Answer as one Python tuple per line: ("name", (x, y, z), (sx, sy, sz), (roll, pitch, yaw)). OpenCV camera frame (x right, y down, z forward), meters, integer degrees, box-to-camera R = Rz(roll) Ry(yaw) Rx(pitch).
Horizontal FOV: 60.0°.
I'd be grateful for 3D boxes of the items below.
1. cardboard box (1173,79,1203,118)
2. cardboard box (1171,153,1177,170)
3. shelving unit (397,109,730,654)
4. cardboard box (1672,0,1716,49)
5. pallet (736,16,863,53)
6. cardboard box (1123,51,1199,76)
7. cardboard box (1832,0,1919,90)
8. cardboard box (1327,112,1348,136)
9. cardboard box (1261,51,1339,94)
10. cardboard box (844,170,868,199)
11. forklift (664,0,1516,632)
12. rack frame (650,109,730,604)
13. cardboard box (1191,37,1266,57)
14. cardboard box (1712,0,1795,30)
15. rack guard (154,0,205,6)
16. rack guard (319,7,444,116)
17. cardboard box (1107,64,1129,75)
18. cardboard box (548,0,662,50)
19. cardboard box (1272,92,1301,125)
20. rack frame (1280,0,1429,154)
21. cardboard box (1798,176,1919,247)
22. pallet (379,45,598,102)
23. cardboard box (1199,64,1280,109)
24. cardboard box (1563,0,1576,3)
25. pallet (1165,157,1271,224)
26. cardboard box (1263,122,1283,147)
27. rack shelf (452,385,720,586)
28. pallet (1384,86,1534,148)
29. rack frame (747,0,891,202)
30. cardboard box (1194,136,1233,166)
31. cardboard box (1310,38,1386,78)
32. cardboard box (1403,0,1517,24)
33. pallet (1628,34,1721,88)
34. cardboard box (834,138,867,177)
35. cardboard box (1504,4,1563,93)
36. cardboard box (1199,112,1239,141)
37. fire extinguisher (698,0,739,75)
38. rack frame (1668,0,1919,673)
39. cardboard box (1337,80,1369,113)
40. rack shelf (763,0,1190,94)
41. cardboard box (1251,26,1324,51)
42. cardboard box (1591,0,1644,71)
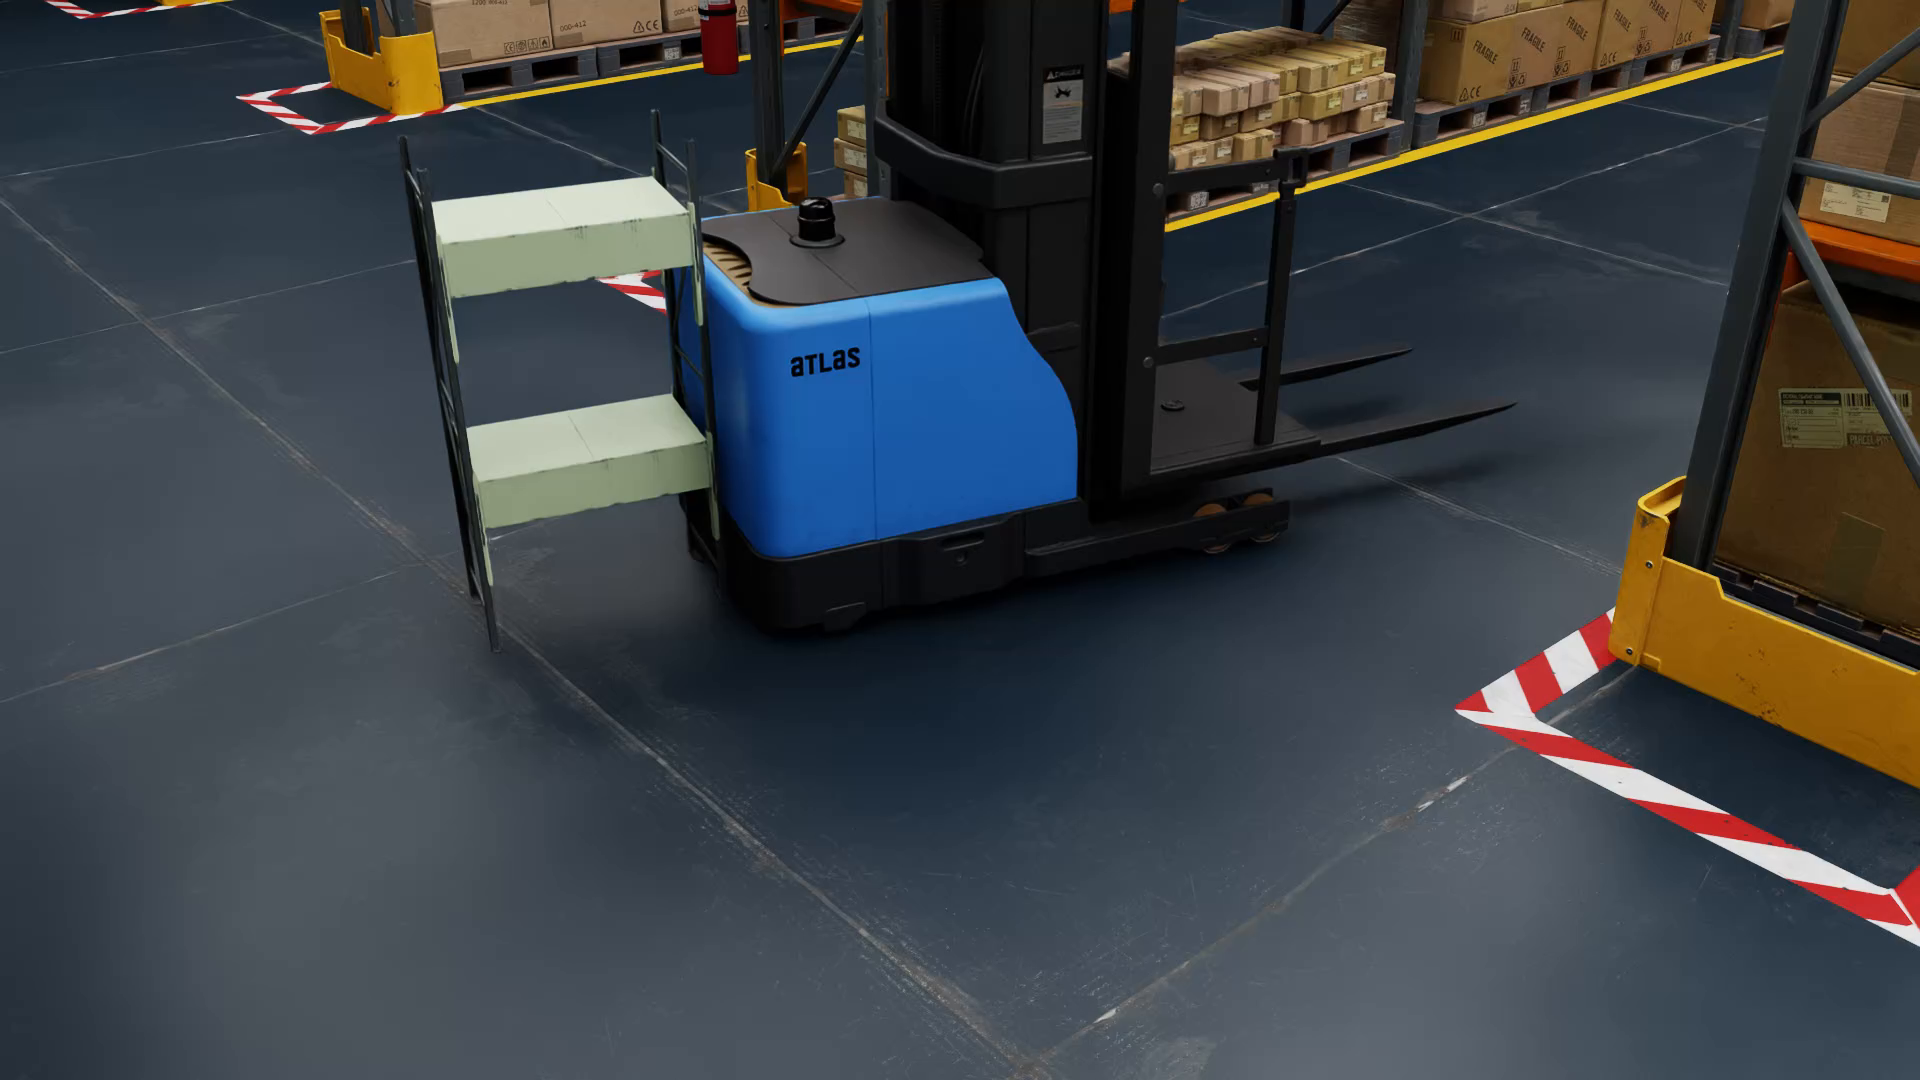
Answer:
("cardboard box", (1.088, -2.395, 8.997), (0.250, 0.149, 0.380), (-22, 35, -35))
("cardboard box", (0.932, -2.003, 8.894), (0.250, 0.149, 0.380), (-24, 36, -37))
("shelving unit", (-1.169, -0.470, 5.039), (0.755, 1.500, 0.431), (-12, 30, -21))
("cardboard box", (5.107, -3.880, 12.035), (0.500, 0.500, 0.500), (-22, 35, -35))
("pallet", (-1.524, -4.179, 13.345), (1.213, 0.211, 1.003), (-22, 35, -35))
("cardboard box", (1.160, -2.734, 9.631), (0.250, 0.149, 0.380), (-21, 35, -34))
("cardboard box", (2.694, -1.475, 4.375), (0.500, 0.500, 0.500), (-21, 35, -34))
("cardboard box", (2.066, -2.505, 9.834), (0.250, 0.149, 0.380), (-21, 34, -34))
("cardboard box", (1.940, -2.686, 9.542), (0.250, 0.149, 0.380), (-22, 35, -35))
("cardboard box", (-0.383, -1.809, 8.532), (0.250, 0.149, 0.380), (-21, 35, -34))
("forklift", (0.576, -1.460, 5.372), (3.031, 2.935, 1.130), (-12, 30, -21))
("rack frame", (-0.835, -0.542, 5.172), (0.023, 1.500, 0.400), (-12, 30, -21))
("cardboard box", (1.590, -2.870, 9.886), (0.250, 0.149, 0.380), (-22, 35, -36))
("cardboard box", (5.959, -4.440, 12.816), (0.750, 0.750, 1.050), (-22, 35, -36))
("rack guard", (-7.105, -5.089, 14.742), (0.348, 0.500, 1.175), (-22, 35, -35))
("rack guard", (-3.956, -3.280, 11.356), (0.348, 0.500, 1.175), (-22, 35, -35))
("cardboard box", (0.793, -2.559, 9.304), (0.250, 0.149, 0.380), (-22, 35, -35))
("cardboard box", (-2.810, -3.965, 12.260), (0.875, 0.438, 0.875), (-21, 34, -34))
("cardboard box", (1.717, -2.501, 9.510), (0.250, 0.149, 0.380), (-22, 35, -34))
("rack frame", (2.395, -3.869, 9.807), (0.127, 3.000, 1.000), (-22, 35, -35))
("cardboard box", (2.551, -0.952, 4.616), (0.250, 0.149, 0.380), (-21, 35, -34))
("pallet", (-3.380, -3.432, 11.948), (1.213, 0.211, 1.003), (-22, 35, -35))
("cardboard box", (1.546, -2.519, 9.228), (0.250, 0.149, 0.380), (-24, 36, -37))
("cardboard box", (3.923, -3.732, 10.962), (0.500, 0.250, 0.500), (-20, 34, -33))
("pallet", (0.978, -2.046, 9.354), (1.213, 0.211, 1.003), (-22, 35, -35))
("cardboard box", (1.627, -2.364, 9.571), (0.250, 0.149, 0.380), (-23, 36, -36))
("rack shelf", (-1.169, -0.183, 5.192), (0.720, 0.370, 0.431), (-12, 30, -21))
("pallet", (2.986, -2.878, 10.911), (1.213, 0.211, 1.003), (-22, 35, -35))
("rack frame", (-0.648, -2.645, 7.517), (0.127, 3.000, 1.000), (-22, 35, -35))
("cardboard box", (1.288, -2.182, 9.230), (0.250, 0.149, 0.380), (-21, 35, -34))
("cardboard box", (2.293, -2.857, 9.862), (0.250, 0.149, 0.380), (-21, 34, -34))
("cardboard box", (3.128, -3.414, 10.366), (0.500, 0.250, 0.500), (-24, 36, -37))
("pallet", (4.842, -3.624, 12.308), (1.213, 0.211, 1.003), (-22, 35, -35))
("cardboard box", (-0.432, -1.968, 8.514), (0.250, 0.149, 0.380), (-23, 36, -36))
("cardboard box", (3.530, -3.245, 10.846), (0.500, 0.500, 0.500), (-20, 34, -33))
("cardboard box", (1.319, -2.341, 9.211), (0.250, 0.149, 0.380), (-24, 36, -37))
("fire extinguisher", (-1.139, -2.535, 7.789), (0.183, 0.674, 0.296), (-22, 35, -35))
("rack frame", (2.494, -0.836, 4.132), (0.127, 3.000, 1.000), (-22, 35, -35))
("cardboard box", (2.164, -2.630, 9.753), (0.250, 0.149, 0.380), (-24, 36, -37))
("rack shelf", (0.873, -2.940, 8.832), (4.000, 0.370, 1.077), (-22, 35, -35))
("cardboard box", (1.998, -3.028, 10.182), (0.250, 0.149, 0.380), (-20, 34, -33))
("cardboard box", (4.318, -3.555, 11.427), (0.500, 0.500, 0.500), (-24, 36, -37))
